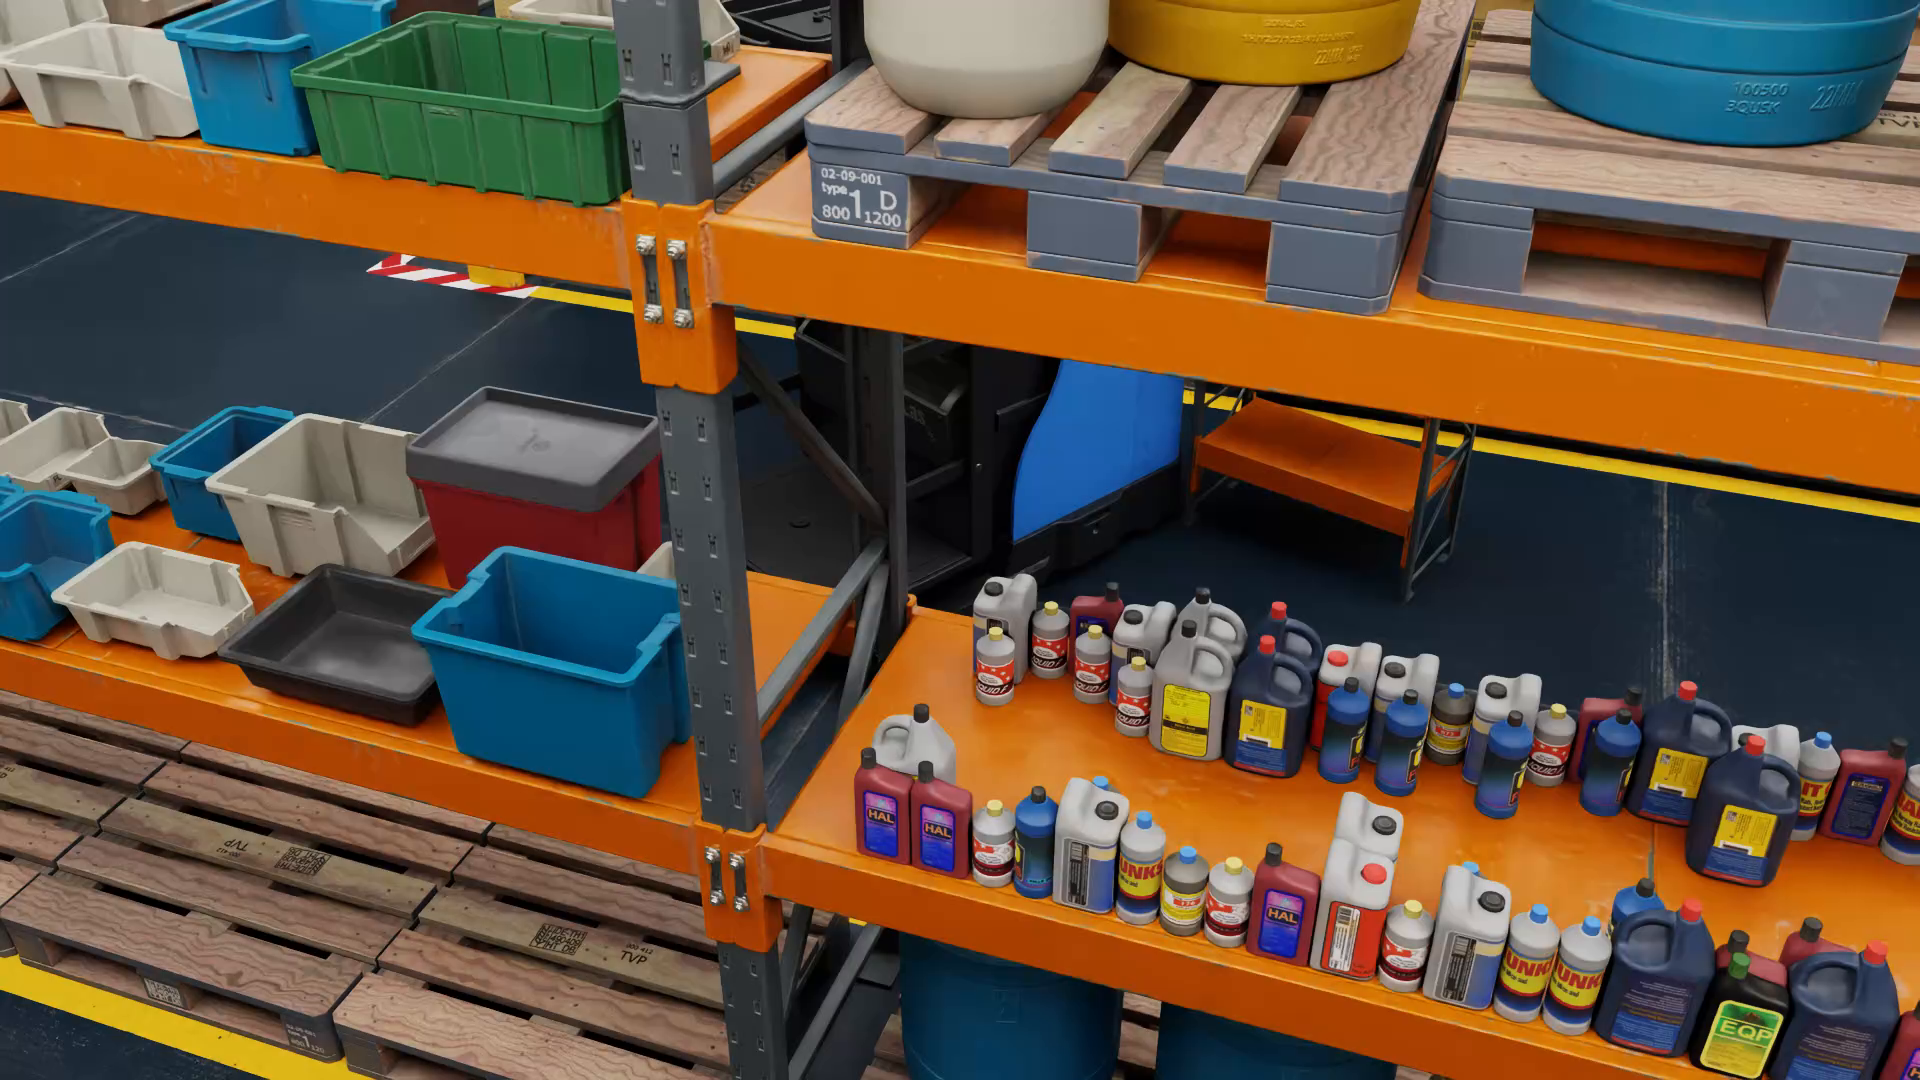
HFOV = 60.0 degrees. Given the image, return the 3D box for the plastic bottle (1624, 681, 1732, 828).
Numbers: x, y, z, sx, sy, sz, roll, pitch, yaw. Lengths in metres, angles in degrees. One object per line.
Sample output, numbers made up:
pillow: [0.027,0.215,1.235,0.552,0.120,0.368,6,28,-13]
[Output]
plastic bottle: [1.646,0.476,3.793,0.185,0.351,0.144,11,34,16]

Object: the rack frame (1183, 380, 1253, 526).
rack frame: [1.149,-0.647,7.215,0.032,1.125,0.500,22,39,30]

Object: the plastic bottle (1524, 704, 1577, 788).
plastic bottle: [1.396,0.477,3.930,0.097,0.201,0.097,0,33,0]

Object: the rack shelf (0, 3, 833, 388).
rack shelf: [-2.249,-1.071,4.042,4.000,0.370,1.077,11,34,16]

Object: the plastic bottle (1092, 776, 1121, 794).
plastic bottle: [0.310,0.615,3.715,0.097,0.201,0.097,0,33,0]

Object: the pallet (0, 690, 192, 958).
pallet: [-3.369,0.863,5.719,1.213,0.211,1.003,11,34,16]

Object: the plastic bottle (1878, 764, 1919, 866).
plastic bottle: [2.131,0.590,3.689,0.097,0.271,0.097,0,33,0]

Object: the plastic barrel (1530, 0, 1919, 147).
plastic barrel: [1.292,-1.160,2.667,0.708,0.901,0.600,11,34,16]

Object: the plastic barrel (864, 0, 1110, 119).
plastic barrel: [0.044,-1.017,2.781,0.433,0.535,0.433,0,33,0]

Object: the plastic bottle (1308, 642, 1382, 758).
plastic bottle: [0.932,0.371,4.024,0.135,0.276,0.152,11,34,16]

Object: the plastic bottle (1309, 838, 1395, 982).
plastic bottle: [0.812,0.753,3.432,0.135,0.276,0.152,11,34,16]

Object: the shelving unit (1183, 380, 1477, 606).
shelving unit: [1.555,-0.481,6.958,1.048,1.125,0.538,22,39,30]

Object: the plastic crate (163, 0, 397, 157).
plastic crate: [-1.331,-0.941,3.331,0.300,0.233,0.416,11,34,16]

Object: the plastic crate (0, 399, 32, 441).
plastic crate: [-3.035,-0.277,5.101,0.243,0.136,0.396,11,34,16]

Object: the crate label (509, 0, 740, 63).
crate label: [-0.730,-1.134,3.718,0.466,0.136,0.293,11,34,16]

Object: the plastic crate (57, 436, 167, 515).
plastic crate: [-2.480,-0.193,4.972,0.250,0.136,0.298,11,34,16]

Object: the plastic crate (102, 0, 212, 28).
plastic crate: [-2.103,-1.377,4.095,0.530,0.136,0.437,11,34,16]

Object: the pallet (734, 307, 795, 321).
pallet: [-0.537,-1.506,9.389,1.213,0.211,1.003,11,34,16]

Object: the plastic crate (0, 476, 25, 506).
plastic crate: [-2.771,0.020,4.553,0.300,0.233,0.416,11,34,16]

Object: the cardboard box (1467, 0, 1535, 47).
cardboard box: [2.551,-2.496,7.333,0.637,0.503,0.797,11,35,17]

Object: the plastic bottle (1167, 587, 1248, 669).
plastic bottle: [0.609,0.274,4.105,0.185,0.351,0.144,11,34,16]

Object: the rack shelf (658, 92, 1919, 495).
rack shelf: [1.516,-0.339,2.908,4.000,0.370,1.077,11,34,16]

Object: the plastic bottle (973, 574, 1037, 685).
plastic bottle: [0.114,0.212,4.271,0.135,0.276,0.152,11,34,16]

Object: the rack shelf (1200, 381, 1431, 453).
rack shelf: [1.555,-0.727,6.800,1.000,0.278,0.538,22,39,30]

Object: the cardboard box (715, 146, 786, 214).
cardboard box: [-0.975,-2.049,9.230,0.875,0.875,0.875,11,34,16]

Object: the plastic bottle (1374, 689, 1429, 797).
plastic bottle: [1.034,0.465,3.884,0.097,0.271,0.097,0,33,0]

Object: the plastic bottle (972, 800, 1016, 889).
plastic bottle: [0.075,0.657,3.650,0.097,0.201,0.097,0,33,0]

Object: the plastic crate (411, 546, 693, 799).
plastic crate: [-0.921,0.323,3.944,0.575,0.384,0.392,11,34,16]

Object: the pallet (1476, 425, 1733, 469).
pallet: [3.209,-0.780,8.263,1.213,0.211,1.003,11,34,16]

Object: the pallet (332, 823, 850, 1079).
pallet: [-1.072,1.309,5.027,1.213,0.211,1.003,11,34,16]

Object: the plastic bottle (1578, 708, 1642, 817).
plastic bottle: [1.501,0.503,3.825,0.097,0.271,0.097,0,33,0]

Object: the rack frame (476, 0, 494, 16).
rack frame: [-2.461,-3.008,9.144,0.127,3.000,1.000,11,34,16]

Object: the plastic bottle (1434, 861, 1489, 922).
plastic bottle: [1.055,0.760,3.490,0.097,0.201,0.097,0,33,0]

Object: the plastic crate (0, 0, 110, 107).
plastic crate: [-2.150,-1.127,3.573,0.530,0.282,0.437,11,34,16]

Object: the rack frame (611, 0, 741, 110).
rack frame: [-0.366,-2.268,2.466,0.127,3.000,1.000,11,34,16]

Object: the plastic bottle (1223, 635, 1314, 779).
plastic bottle: [0.735,0.382,3.939,0.185,0.351,0.144,11,34,16]

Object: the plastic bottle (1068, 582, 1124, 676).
plastic bottle: [0.347,0.228,4.239,0.133,0.283,0.061,11,34,16]

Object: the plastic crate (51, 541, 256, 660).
plastic crate: [-2.107,0.173,4.404,0.466,0.136,0.293,11,34,16]

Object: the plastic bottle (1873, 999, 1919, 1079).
plastic bottle: [1.798,0.968,3.092,0.133,0.283,0.061,11,34,16]

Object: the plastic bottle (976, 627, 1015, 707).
plastic bottle: [0.089,0.310,4.187,0.097,0.201,0.097,0,33,0]

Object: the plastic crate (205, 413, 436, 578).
plastic crate: [-1.742,-0.096,4.688,0.530,0.282,0.437,11,34,16]

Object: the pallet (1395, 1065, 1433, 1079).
pallet: [1.498,1.809,4.254,1.213,0.211,1.003,11,34,16]

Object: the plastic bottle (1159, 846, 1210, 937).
plastic bottle: [0.477,0.735,3.529,0.097,0.201,0.097,0,33,0]

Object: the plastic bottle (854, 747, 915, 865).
plastic bottle: [-0.165,0.587,3.684,0.133,0.283,0.061,11,34,16]

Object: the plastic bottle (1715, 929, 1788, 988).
plastic bottle: [1.519,0.879,3.231,0.133,0.283,0.061,11,34,16]

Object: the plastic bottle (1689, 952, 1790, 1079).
plastic bottle: [1.499,0.910,3.183,0.133,0.283,0.061,11,34,16]

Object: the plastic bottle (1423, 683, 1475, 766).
plastic bottle: [1.177,0.434,3.995,0.097,0.201,0.097,0,33,0]

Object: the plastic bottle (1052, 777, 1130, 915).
plastic bottle: [0.285,0.651,3.591,0.135,0.276,0.152,11,34,16]

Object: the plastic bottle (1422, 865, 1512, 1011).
plastic bottle: [1.031,0.796,3.366,0.135,0.276,0.152,11,34,16]

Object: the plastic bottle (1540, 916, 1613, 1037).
plastic bottle: [1.222,0.851,3.285,0.097,0.271,0.097,0,33,0]

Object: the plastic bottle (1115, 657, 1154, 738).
plastic bottle: [0.433,0.377,4.084,0.097,0.201,0.097,0,33,0]

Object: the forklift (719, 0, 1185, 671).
forklift: [-0.466,-1.006,6.105,3.031,2.935,1.130,-26,41,-34]

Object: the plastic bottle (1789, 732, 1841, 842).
plastic bottle: [1.914,0.548,3.755,0.097,0.271,0.097,0,33,0]

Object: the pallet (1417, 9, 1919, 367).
pallet: [1.473,-0.629,2.867,1.213,0.211,1.003,11,34,16]

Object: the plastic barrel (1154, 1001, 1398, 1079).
plastic barrel: [0.806,1.196,4.180,0.708,0.901,0.600,11,34,16]
